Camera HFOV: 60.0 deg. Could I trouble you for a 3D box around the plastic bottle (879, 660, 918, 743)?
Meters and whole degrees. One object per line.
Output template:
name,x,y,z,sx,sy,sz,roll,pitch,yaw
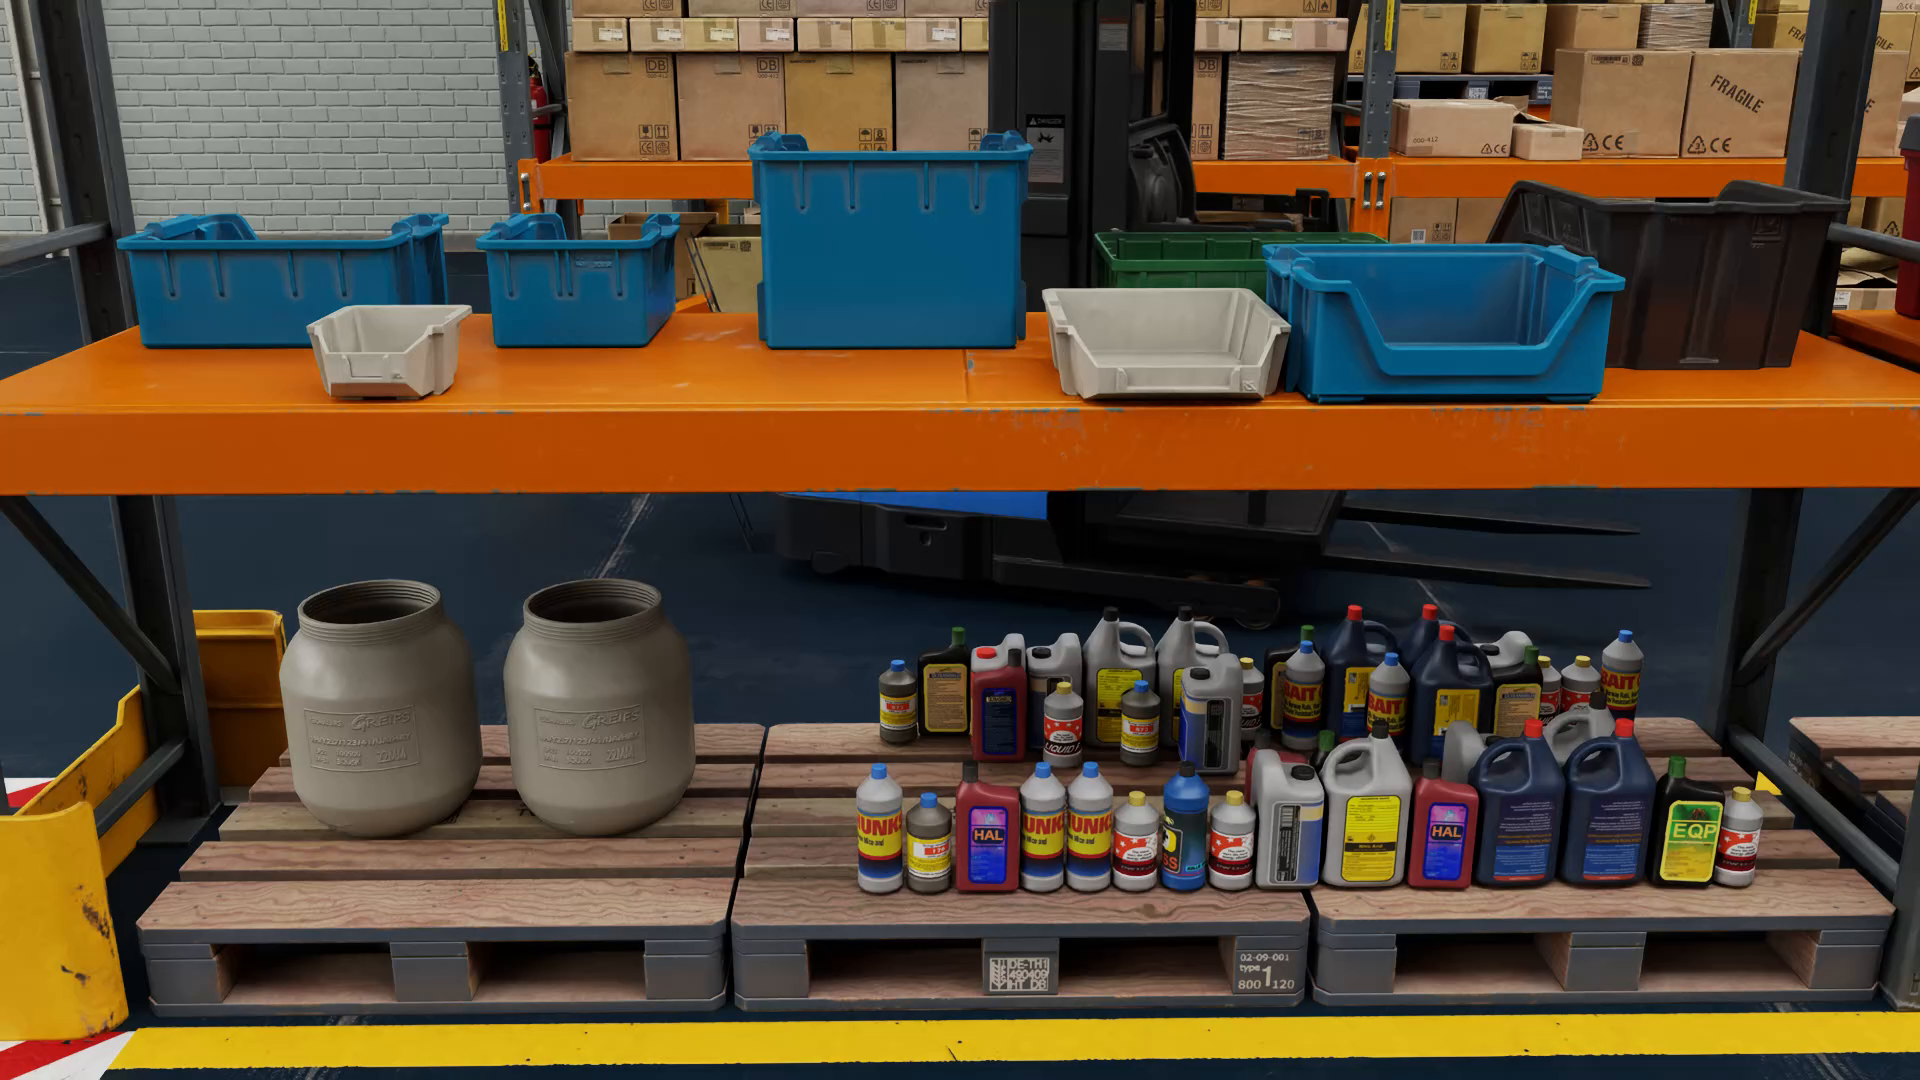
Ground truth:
plastic bottle,-0.157,0.405,4.236,0.097,0.201,0.097,0,18,0

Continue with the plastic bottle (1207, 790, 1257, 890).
plastic bottle,0.578,0.630,3.533,0.097,0.201,0.097,0,18,0

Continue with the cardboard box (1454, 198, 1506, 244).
cardboard box,4.124,-2.662,13.306,0.500,0.500,0.700,0,18,-1

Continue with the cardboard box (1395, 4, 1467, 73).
cardboard box,3.583,-3.883,12.857,0.500,0.500,0.700,2,18,7

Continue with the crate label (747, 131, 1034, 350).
crate label,-0.151,-0.684,3.710,0.616,0.435,0.502,0,18,-1

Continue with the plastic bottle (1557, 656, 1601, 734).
plastic bottle,1.586,0.396,4.262,0.097,0.201,0.097,0,18,0

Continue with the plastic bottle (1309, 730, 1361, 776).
plastic bottle,0.831,0.552,3.644,0.133,0.283,0.061,0,18,-1

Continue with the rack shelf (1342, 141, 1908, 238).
rack shelf,3.938,-1.775,8.347,4.000,0.370,1.077,0,18,-1

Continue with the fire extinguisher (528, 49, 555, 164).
fire extinguisher,-2.187,-2.193,8.599,0.183,0.674,0.296,0,18,-1

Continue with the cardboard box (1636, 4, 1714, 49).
cardboard box,5.386,-3.892,12.884,0.500,0.500,0.700,-2,18,-7

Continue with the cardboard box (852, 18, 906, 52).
cardboard box,-0.378,-2.388,7.854,0.250,0.149,0.380,-1,18,-2

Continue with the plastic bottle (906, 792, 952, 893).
plastic bottle,-0.065,0.634,3.523,0.097,0.201,0.097,0,18,0

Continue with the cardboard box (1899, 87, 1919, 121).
cardboard box,5.040,-2.139,8.452,0.500,0.311,0.500,0,18,-2

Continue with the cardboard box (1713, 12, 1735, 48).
cardboard box,6.324,-3.921,13.178,0.500,0.500,0.500,0,18,-1

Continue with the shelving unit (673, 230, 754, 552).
shelving unit,-0.911,-0.561,6.328,0.189,1.200,0.258,-18,18,2

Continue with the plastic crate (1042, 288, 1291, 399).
plastic crate,0.393,-0.384,3.265,0.437,0.136,0.530,0,18,-1

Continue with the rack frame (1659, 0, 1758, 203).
rack frame,5.856,-3.640,12.983,0.127,3.000,1.000,0,18,-1

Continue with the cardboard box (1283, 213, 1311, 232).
cardboard box,2.592,-2.648,13.265,0.500,0.500,0.700,0,18,1

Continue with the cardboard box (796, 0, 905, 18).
cardboard box,-0.512,-2.759,7.950,0.500,0.500,0.700,0,18,-1

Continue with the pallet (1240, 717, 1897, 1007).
pallet,1.341,0.724,3.946,1.213,0.211,1.003,0,18,-1

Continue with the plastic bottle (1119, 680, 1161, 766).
plastic bottle,0.445,0.446,4.108,0.097,0.201,0.097,0,18,0

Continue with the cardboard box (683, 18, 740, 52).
cardboard box,-1.152,-2.384,7.842,0.250,0.149,0.380,0,18,-1

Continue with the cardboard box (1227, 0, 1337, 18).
cardboard box,1.495,-2.769,7.981,0.500,0.500,0.700,0,18,-1

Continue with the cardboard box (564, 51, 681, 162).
cardboard box,-1.594,-2.134,8.126,0.500,0.500,0.700,0,18,-1

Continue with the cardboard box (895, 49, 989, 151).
cardboard box,-0.046,-2.143,8.152,0.500,0.500,0.700,0,18,1

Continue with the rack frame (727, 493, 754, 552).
rack frame,-0.998,-0.532,6.331,0.006,1.200,0.240,-18,18,2

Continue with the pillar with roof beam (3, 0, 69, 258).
pillar with roof beam,-7.388,-5.382,8.592,0.400,9.000,9.100,0,18,-1

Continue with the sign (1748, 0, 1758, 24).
sign,5.874,-3.988,12.302,0.005,0.325,0.100,0,18,-1

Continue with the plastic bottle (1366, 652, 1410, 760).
plastic bottle,1.056,0.410,4.106,0.097,0.271,0.097,0,18,0

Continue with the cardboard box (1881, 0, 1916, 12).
cardboard box,6.851,-4.122,12.575,0.500,0.250,0.500,-1,18,-2

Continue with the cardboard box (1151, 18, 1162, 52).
cardboard box,0.898,-2.393,7.871,0.250,0.149,0.380,0,18,-1

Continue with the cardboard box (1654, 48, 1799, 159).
cardboard box,3.734,-2.159,8.203,0.500,0.500,0.500,0,18,-1

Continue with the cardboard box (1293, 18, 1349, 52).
cardboard box,1.670,-2.397,7.884,0.250,0.149,0.380,0,18,-1

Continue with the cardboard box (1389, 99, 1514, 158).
cardboard box,2.430,-2.052,8.279,0.500,0.250,0.500,1,18,3

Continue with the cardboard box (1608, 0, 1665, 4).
cardboard box,5.190,-4.189,12.749,0.250,0.149,0.380,-3,18,-10

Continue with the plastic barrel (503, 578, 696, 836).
plastic barrel,-0.829,0.380,3.837,0.421,0.512,0.421,0,18,0

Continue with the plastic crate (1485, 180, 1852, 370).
plastic crate,1.487,-0.601,3.613,0.504,0.338,0.767,0,18,-1

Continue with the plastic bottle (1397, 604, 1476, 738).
plastic bottle,1.199,0.334,4.211,0.185,0.351,0.144,0,18,1

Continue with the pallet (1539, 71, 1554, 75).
pallet,5.145,-3.512,12.900,1.003,0.211,1.213,0,18,-1

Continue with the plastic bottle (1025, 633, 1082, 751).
plastic bottle,0.234,0.376,4.204,0.135,0.276,0.152,-1,18,-2

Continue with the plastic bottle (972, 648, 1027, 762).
plastic bottle,0.097,0.405,4.100,0.133,0.283,0.061,0,18,-1

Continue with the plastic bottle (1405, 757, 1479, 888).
plastic bottle,1.019,0.595,3.509,0.133,0.283,0.061,1,18,3

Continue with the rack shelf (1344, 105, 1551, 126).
rack shelf,3.856,-3.288,13.063,4.000,0.370,1.077,0,18,-1

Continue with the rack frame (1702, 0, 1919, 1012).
rack frame,2.013,-0.595,3.491,0.127,3.000,1.000,0,18,-1

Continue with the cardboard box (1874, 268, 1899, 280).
cardboard box,4.898,-1.202,8.281,0.500,0.311,0.500,-1,18,-2

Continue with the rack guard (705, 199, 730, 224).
rack guard,-2.067,-2.411,13.246,0.348,0.500,1.175,0,18,-1

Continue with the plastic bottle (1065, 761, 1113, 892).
plastic bottle,0.274,0.599,3.517,0.097,0.271,0.097,0,18,0

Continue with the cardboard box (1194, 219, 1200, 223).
cardboard box,0.970,-1.444,8.724,0.500,0.500,0.500,0,18,-1

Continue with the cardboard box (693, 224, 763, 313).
cardboard box,-1.022,-1.274,8.194,0.500,0.500,0.500,0,18,-1

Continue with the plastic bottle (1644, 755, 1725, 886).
plastic bottle,1.537,0.592,3.517,0.133,0.283,0.061,1,18,2

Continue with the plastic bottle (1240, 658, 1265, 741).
plastic bottle,0.727,0.401,4.249,0.097,0.201,0.097,0,18,0

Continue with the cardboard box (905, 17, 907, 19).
cardboard box,-0.388,-2.511,8.240,0.250,0.149,0.380,0,18,1

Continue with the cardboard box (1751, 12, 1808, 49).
cardboard box,6.346,-3.763,12.683,0.500,0.500,0.500,0,18,1

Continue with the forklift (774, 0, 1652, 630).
forklift,0.890,-1.274,5.721,3.031,2.935,1.130,6,19,17
